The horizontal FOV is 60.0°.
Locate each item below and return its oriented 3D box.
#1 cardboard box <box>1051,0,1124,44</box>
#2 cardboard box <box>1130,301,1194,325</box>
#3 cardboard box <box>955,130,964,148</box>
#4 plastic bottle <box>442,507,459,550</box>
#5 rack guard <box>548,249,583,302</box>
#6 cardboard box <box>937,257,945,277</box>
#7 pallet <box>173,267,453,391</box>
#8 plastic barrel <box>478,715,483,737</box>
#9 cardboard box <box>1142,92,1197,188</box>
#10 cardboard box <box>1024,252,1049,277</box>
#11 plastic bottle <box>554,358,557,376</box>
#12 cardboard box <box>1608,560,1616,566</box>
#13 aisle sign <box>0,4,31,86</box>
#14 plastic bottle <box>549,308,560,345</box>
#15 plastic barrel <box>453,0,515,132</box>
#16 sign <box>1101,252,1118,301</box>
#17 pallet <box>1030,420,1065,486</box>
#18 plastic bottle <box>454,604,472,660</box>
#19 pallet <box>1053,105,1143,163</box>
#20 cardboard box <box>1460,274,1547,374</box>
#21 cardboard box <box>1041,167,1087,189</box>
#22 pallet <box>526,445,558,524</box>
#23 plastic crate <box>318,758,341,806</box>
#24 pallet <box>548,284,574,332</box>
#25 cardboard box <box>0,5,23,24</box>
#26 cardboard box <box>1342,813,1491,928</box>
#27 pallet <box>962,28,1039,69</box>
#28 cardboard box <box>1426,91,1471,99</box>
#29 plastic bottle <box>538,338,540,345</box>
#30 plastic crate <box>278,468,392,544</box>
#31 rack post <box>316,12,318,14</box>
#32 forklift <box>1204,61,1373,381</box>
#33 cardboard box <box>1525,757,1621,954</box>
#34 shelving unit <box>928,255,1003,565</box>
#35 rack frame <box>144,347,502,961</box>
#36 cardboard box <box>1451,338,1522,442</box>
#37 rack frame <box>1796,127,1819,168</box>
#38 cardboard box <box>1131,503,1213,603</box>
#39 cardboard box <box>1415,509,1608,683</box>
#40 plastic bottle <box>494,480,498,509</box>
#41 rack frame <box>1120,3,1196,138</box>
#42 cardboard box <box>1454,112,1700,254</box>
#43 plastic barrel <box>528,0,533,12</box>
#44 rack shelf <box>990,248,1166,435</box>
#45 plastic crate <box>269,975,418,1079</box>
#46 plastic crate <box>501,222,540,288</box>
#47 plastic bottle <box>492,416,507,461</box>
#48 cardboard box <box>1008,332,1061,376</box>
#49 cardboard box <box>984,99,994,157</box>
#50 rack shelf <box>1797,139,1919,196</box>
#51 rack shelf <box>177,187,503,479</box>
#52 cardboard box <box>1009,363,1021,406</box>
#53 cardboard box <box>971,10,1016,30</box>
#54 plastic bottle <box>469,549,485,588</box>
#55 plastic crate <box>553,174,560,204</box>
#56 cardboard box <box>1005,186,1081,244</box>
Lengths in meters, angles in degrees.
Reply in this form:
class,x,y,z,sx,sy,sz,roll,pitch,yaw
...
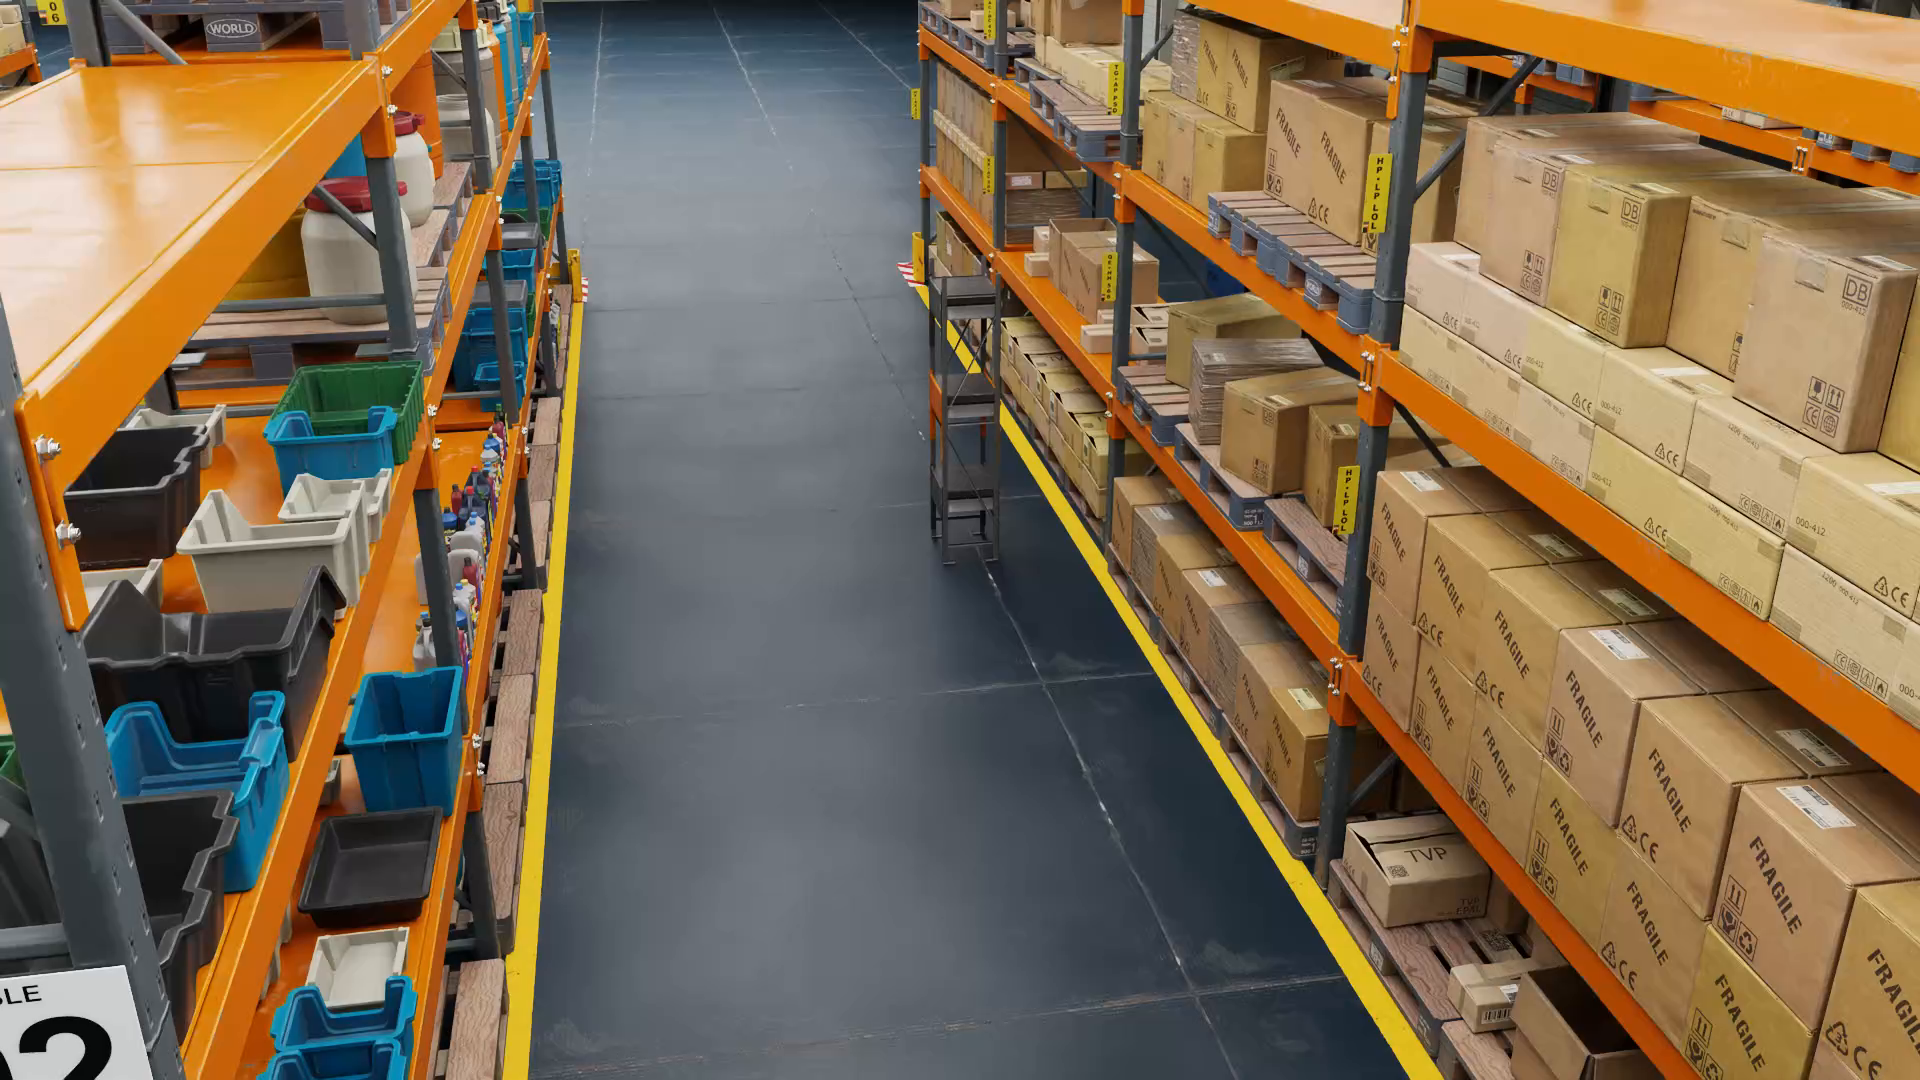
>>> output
class,x,y,z,sx,sy,sz,roll,pitch,yaw
cardboard box,1.002,-4.209,13.118,0.500,0.500,0.500,-2,24,-5
cardboard box,1.563,-1.587,12.247,0.500,0.311,0.500,-5,24,-10
cardboard box,0.160,-4.075,16.897,0.380,0.149,0.250,-5,24,-10
plastic bottle,-2.688,-0.044,8.763,0.097,0.271,0.097,0,24,0
rack guard,-4.749,-2.871,18.200,1.175,0.500,0.348,-4,24,-10
cardboard box,0.036,-2.917,18.092,0.500,0.250,0.500,-4,24,-10
pallet,-2.832,-0.912,7.080,1.213,0.211,1.003,-4,24,-10
plastic barrel,-2.822,0.902,9.021,0.421,0.512,0.421,0,24,0
cardboard box,1.652,-2.513,10.384,0.910,0.500,0.500,-4,24,-10
cardboard box,0.762,-2.356,14.211,0.380,0.149,0.250,-4,24,-10
plastic bottle,-3.717,-1.587,15.082,0.097,0.201,0.097,0,24,0
cardboard box,2.723,0.189,6.696,0.500,0.500,0.500,-5,24,-11
aisle sign,-9.394,-4.915,16.507,0.394,0.787,0.004,-4,24,-10
plastic bottle,-3.925,-2.047,15.950,0.144,0.351,0.185,-4,24,-10
plastic barrel,-3.521,-3.376,11.858,0.600,0.901,0.708,-4,24,-10
sign,0.993,-1.750,11.062,0.100,0.325,0.005,-4,24,-10
pallet,1.202,-0.789,13.794,1.003,0.211,1.213,-4,24,-10
plastic bottle,-2.321,0.425,7.690,0.097,0.271,0.097,0,24,0
pallet,1.325,-2.810,11.425,1.213,0.211,1.003,-3,24,-7
cardboard box,2.218,-0.817,6.188,0.500,0.250,0.500,-4,24,-10
cardboard box,0.939,-3.298,15.119,0.380,0.149,0.250,-4,24,-10
pallet,-3.658,-0.405,12.914,1.003,0.211,1.213,-4,24,-10
plastic crate,-2.645,0.964,6.550,0.396,0.136,0.243,-4,24,-10
pallet,-4.604,-2.419,17.525,1.003,0.211,1.213,-4,24,-10
cardboard box,-9.319,-5.079,16.073,0.380,0.149,0.250,-4,24,-10
cardboard box,2.143,1.523,7.824,0.500,0.311,0.500,-4,24,-10
pallet,0.615,-4.503,15.175,1.003,0.211,1.213,-4,24,-10
cardboard box,5.306,-4.692,18.471,0.500,0.500,0.500,-4,24,-9
plastic bottle,-3.953,-1.795,15.373,0.144,0.351,0.185,-4,24,-10
plastic crate,-1.982,-0.105,5.324,0.293,0.136,0.466,-4,24,-10
rack post,-3.090,-2.630,7.653,0.937,0.300,0.954,-2,24,-4
forklift,3.283,-2.571,14.475,1.130,2.935,3.031,-8,25,-17
cardboard box,2.388,1.084,5.894,0.500,0.500,0.500,-5,24,-10
shelving unit,0.031,-0.897,11.681,0.431,2.100,0.503,-4,24,-10
rack frame,-2.591,0.677,6.953,1.000,3.000,0.127,-4,24,-10
cardboard box,2.213,-0.588,6.288,0.500,0.250,0.500,-4,24,-10
rack frame,6.406,-1.630,12.234,1.000,3.000,0.127,-4,24,-10
cardboard box,1.444,0.088,10.875,0.500,0.500,0.500,-5,24,-12
cardboard box,2.184,0.217,6.632,0.500,0.500,0.500,-5,24,-11
plastic bottle,-2.664,-0.273,9.374,0.097,0.201,0.097,0,24,0
rack frame,1.538,-4.011,10.190,1.000,3.000,0.127,-4,24,-10
cardboard box,2.405,-1.379,6.537,0.700,0.500,0.500,-4,24,-10
plastic barrel,-4.595,-5.625,16.574,0.600,0.830,0.708,-4,24,-10
rack shelf,1.168,-1.719,13.336,1.077,0.370,4.000,-4,24,-10
plastic crate,-1.872,1.542,5.106,0.416,0.233,0.300,-4,24,-10
plastic crate,-3.680,-2.331,13.761,0.402,0.464,0.583,-4,24,-10
plastic bottle,-2.794,-0.625,10.079,0.061,0.283,0.133,-4,24,-10
cardboard box,0.718,-1.646,14.482,0.500,0.311,0.500,-5,24,-10
cardboard box,0.616,-3.848,15.567,0.700,0.500,0.500,-4,24,-10
rack shelf,6.776,-1.888,9.976,1.077,0.370,4.000,-4,24,-10
rack shelf,-2.961,-1.155,8.298,1.077,0.370,4.000,-4,24,-10
cardboard box,0.723,-1.389,14.594,0.500,0.250,0.500,-4,24,-8
cardboard box,0.307,-4.805,15.371,0.380,0.149,0.250,-4,24,-10
plastic bottle,-2.468,0.146,8.417,0.097,0.201,0.097,0,24,0
plastic crate,-4.309,-3.545,16.804,0.499,0.251,0.408,-4,24,-10
cardboard box,0.710,-3.055,15.372,0.700,0.500,0.500,-5,24,-11
